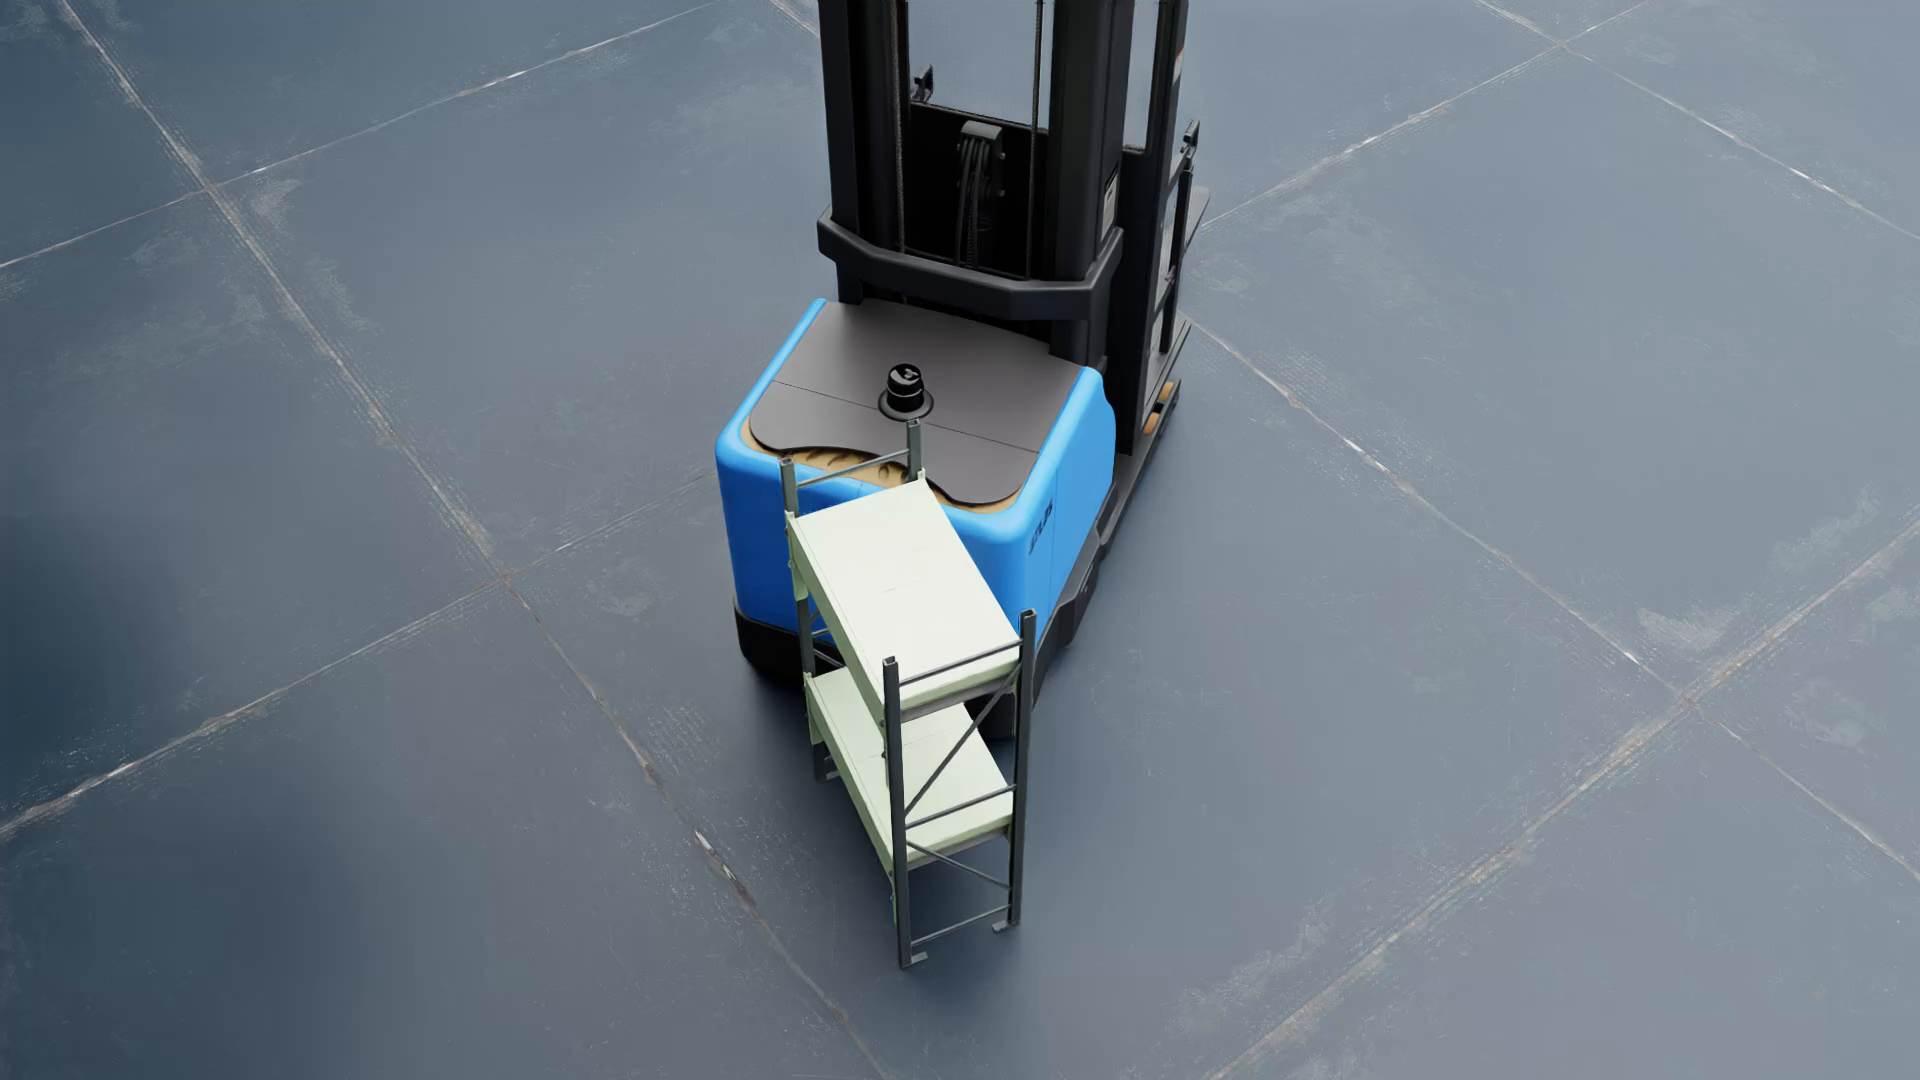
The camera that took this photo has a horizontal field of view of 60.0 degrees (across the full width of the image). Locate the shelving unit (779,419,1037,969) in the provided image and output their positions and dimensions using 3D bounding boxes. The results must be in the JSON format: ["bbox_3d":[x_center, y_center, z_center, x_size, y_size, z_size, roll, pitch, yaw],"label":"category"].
[{"bbox_3d":[-0.147,0.488,4.795,0.431,1.500,0.755,-18,50,-16],"label":"shelving unit"}]

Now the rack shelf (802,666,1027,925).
[{"bbox_3d":[-0.147,0.707,5.037,0.431,0.370,0.720,-18,50,-16],"label":"rack shelf"}]

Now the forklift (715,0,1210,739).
[{"bbox_3d":[0.239,-1.435,5.572,1.130,2.935,3.031,16,50,14],"label":"forklift"}]

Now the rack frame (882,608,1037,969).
[{"bbox_3d":[0.001,0.736,4.570,0.400,1.500,0.023,-18,50,-16],"label":"rack frame"}]

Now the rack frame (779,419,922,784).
[{"bbox_3d":[-0.294,0.240,5.020,0.400,1.500,0.023,-18,50,-16],"label":"rack frame"}]

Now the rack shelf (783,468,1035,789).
[{"bbox_3d":[-0.147,0.226,4.506,0.431,0.370,0.720,-18,50,-16],"label":"rack shelf"}]
